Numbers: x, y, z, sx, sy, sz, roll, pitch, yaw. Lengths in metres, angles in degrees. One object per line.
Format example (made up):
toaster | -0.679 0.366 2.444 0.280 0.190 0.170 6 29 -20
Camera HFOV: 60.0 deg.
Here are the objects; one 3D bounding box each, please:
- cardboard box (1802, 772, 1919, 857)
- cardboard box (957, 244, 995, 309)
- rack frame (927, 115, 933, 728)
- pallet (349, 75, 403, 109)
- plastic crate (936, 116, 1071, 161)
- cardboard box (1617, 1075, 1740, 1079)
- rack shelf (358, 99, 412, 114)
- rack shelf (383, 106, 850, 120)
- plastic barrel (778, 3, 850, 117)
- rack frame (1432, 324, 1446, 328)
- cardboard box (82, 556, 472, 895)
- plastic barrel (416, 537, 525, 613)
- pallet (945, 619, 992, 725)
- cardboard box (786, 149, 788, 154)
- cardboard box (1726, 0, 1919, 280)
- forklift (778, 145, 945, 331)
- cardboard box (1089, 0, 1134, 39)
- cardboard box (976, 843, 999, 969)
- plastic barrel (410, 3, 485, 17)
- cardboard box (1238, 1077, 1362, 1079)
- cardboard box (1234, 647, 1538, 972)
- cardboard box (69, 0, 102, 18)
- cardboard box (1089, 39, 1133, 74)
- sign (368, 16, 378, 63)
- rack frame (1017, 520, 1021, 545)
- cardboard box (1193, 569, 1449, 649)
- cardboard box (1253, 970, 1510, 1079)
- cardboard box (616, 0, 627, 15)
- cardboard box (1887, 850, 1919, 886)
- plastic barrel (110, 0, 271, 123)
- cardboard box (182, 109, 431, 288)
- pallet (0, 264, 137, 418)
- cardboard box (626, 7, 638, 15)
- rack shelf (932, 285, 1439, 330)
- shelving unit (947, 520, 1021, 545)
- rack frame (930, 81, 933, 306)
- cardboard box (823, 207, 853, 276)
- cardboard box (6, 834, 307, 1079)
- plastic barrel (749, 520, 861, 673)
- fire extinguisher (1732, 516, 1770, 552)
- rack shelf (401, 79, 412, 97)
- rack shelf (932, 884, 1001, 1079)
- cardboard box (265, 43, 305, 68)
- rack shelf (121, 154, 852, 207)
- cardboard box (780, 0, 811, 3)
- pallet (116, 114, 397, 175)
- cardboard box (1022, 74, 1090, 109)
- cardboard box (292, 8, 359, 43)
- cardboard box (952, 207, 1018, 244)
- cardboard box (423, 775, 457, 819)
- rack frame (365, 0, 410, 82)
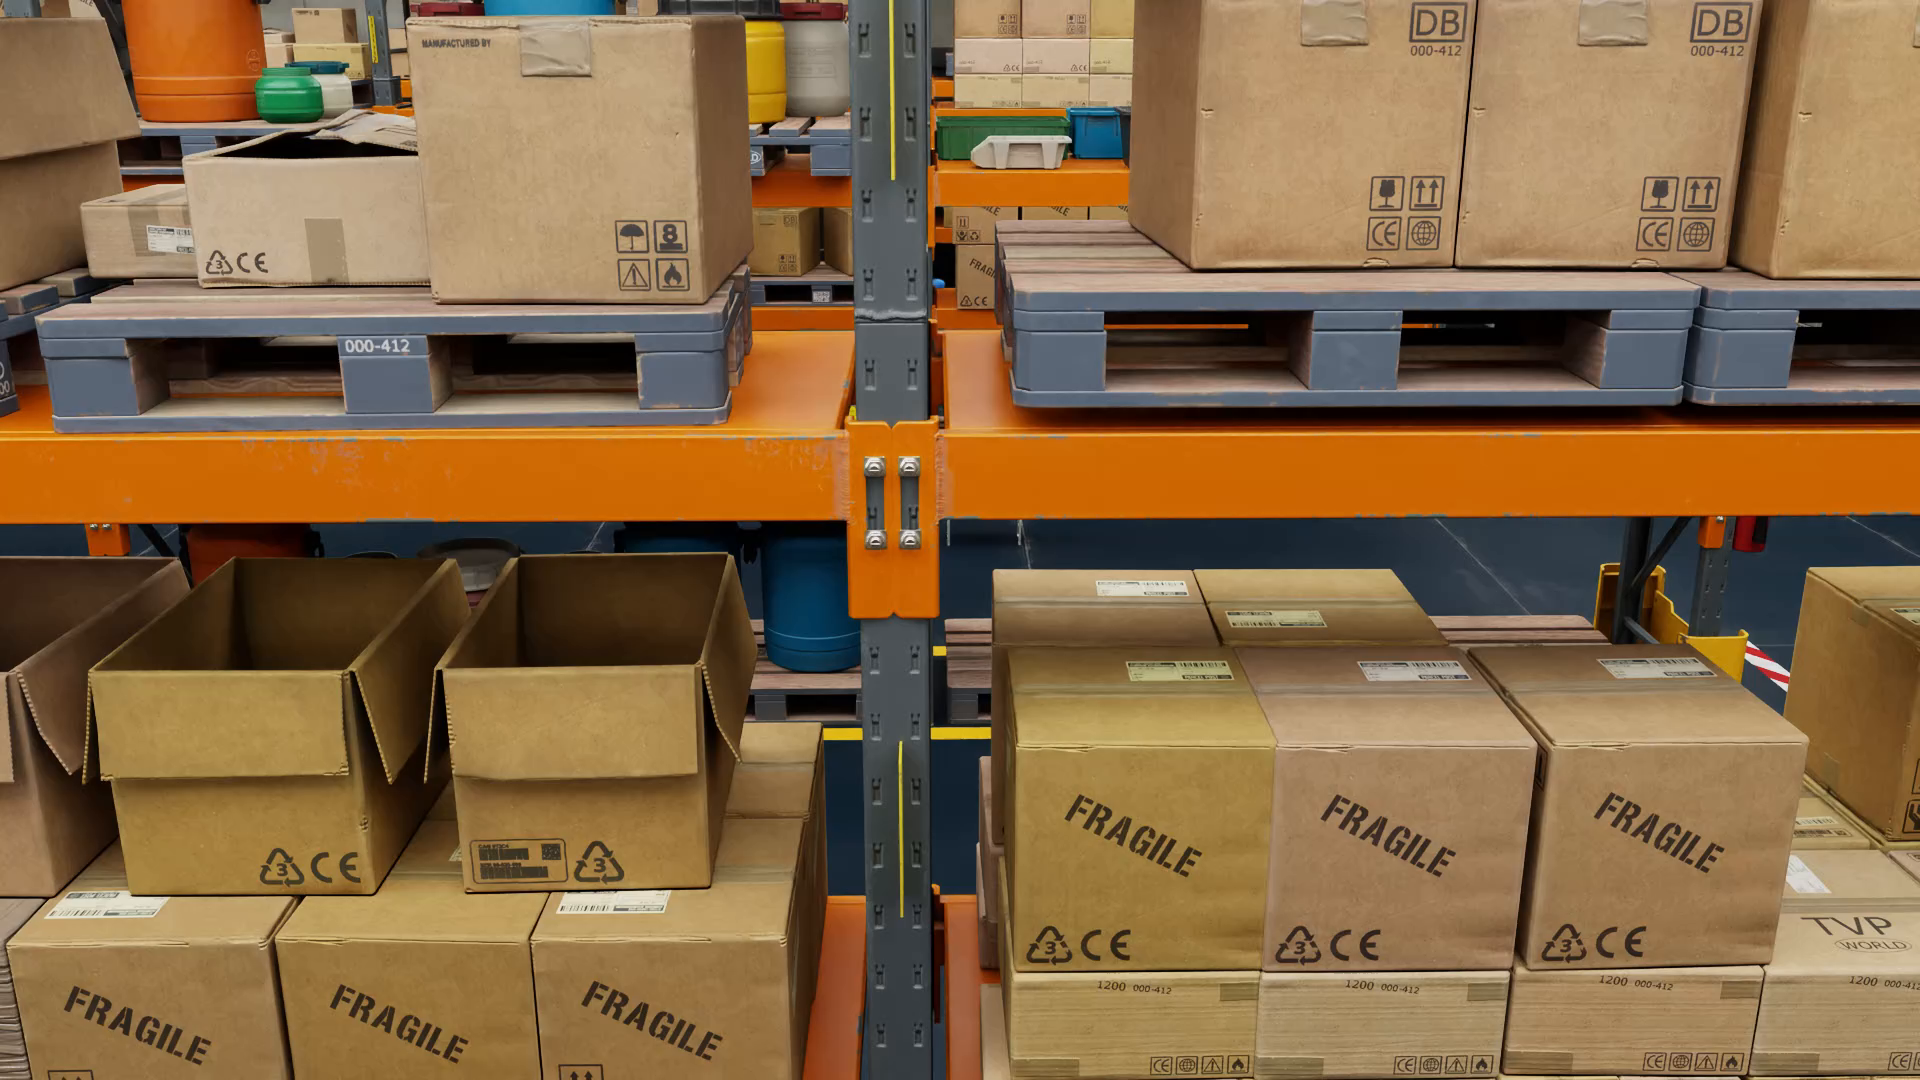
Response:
cardboard box | 2.364 0.734 4.109 0.500 0.250 0.500 -1 18 -3
cardboard box | 0.232 -2.095 13.004 0.500 0.500 0.500 0 18 1
rack frame | -0.208 -0.615 8.555 0.127 3.000 1.000 0 18 -1
pallet | -4.959 -3.417 12.686 1.003 0.211 1.213 1 18 2
plastic crate | 0.211 -2.037 8.423 0.662 0.188 0.450 0 18 -1
cardboard box | 1.468 1.111 3.586 0.250 0.149 0.380 0 18 0
rack shelf | -6.281 -3.185 12.833 4.000 0.370 1.077 0 18 -1
rack shelf | -2.282 -3.204 12.893 4.000 0.370 1.077 0 18 -1
plastic barrel | -0.738 -2.382 8.243 0.433 0.535 0.433 0 18 0
rack frame | 3.717 -2.148 13.331 0.127 3.000 1.000 0 18 -1
cardboard box | -1.454 0.377 3.654 0.637 0.503 0.797 0 18 0
plastic barrel | -2.589 0.339 8.840 0.708 0.588 0.600 0 18 -1
pallet | 0.527 0.697 9.029 1.213 0.211 1.003 0 18 -1
cardboard box | -1.848 -4.115 17.552 0.500 0.250 0.500 0 18 0
cardboard box | 1.715 -0.809 3.232 0.500 0.500 0.700 1 18 2
forklift | -1.647 -2.960 15.976 3.031 2.935 1.130 11 21 31
cardboard box | 1.205 -4.058 12.575 0.500 0.500 0.700 0 18 -1
cardboard box | 0.170 0.915 4.194 0.250 0.149 0.380 0 18 -1
plastic barrel | -2.437 -2.344 8.122 0.433 0.535 0.433 0 18 0
cardboard box | 0.698 1.114 3.574 0.250 0.149 0.380 0 18 1
cardboard box | 0.846 0.546 3.466 0.500 0.500 0.500 0 18 -1
cardboard box | -8.860 -5.479 16.972 0.500 0.500 0.500 -2 18 -6
cardboard box | 1.208 -3.651 12.536 0.500 0.250 0.500 0 18 -1
sign | -4.281 -3.652 12.133 0.005 0.325 0.100 0 18 -1
rack frame | 0.409 -0.573 11.370 0.015 1.200 0.240 0 18 -1
cardboard box | 0.827 0.385 3.967 0.500 0.500 0.500 0 18 0
cardboard box | 0.842 0.904 3.577 0.500 0.250 0.500 0 18 -1
cardboard box | -2.825 -4.066 12.601 0.500 0.500 0.500 0 18 -1
cardboard box | 2.374 0.896 3.602 0.500 0.250 0.500 -1 18 -3
plastic barrel | -3.640 -2.431 7.913 0.708 0.830 0.600 0 18 -1
cardboard box | -1.228 -0.711 3.400 0.500 0.311 0.500 -1 18 -3
pallet | -2.368 -0.447 3.430 1.213 0.211 1.003 1 18 2
cardboard box | -3.351 -5.346 17.507 0.500 0.500 0.700 -1 18 -4
rack shelf | 1.718 -1.795 13.411 4.000 0.370 1.077 0 18 -1
shelving unit | 0.166 -0.572 11.367 0.503 1.200 0.258 0 18 -1
rack frame | -0.282 -2.128 13.271 0.127 3.000 1.000 0 18 -1
cardboard box | -0.759 -2.442 13.398 0.500 0.500 0.700 -6 19 -19
cardboard box | -1.610 0.940 3.542 0.500 0.500 0.500 0 18 -2
plastic barrel | -0.752 0.181 8.820 0.708 0.901 0.600 0 18 -1
fire extinguisher | 3.950 -0.282 8.254 0.183 0.674 0.296 0 18 -1
rack shelf | -6.363 -4.698 17.549 4.000 0.370 1.077 0 18 -1
rack shelf | 1.870 1.230 3.979 4.000 0.370 1.077 0 18 -1
cardboard box | -5.258 -3.638 12.626 0.500 0.250 0.500 0 18 1
rack shelf | -2.207 -1.691 8.177 4.000 0.370 1.077 0 18 -1
cardboard box | -1.455 -3.862 12.749 0.600 0.600 0.600 0 18 -1
pallet | -3.441 -1.908 7.984 1.213 0.211 1.003 0 18 -1
cardboard box | 0.708 -3.413 12.611 0.500 0.250 0.500 0 18 -1
cardboard box | -6.582 -5.263 17.280 0.500 0.500 0.500 -1 18 -3
cardboard box | 0.193 -2.568 12.842 0.500 0.500 0.500 0 18 1
cardboard box | -1.096 0.778 4.047 0.500 0.500 0.500 0 18 -1
rack frame | -4.282 -4.966 12.295 0.127 3.000 1.000 0 18 -1
